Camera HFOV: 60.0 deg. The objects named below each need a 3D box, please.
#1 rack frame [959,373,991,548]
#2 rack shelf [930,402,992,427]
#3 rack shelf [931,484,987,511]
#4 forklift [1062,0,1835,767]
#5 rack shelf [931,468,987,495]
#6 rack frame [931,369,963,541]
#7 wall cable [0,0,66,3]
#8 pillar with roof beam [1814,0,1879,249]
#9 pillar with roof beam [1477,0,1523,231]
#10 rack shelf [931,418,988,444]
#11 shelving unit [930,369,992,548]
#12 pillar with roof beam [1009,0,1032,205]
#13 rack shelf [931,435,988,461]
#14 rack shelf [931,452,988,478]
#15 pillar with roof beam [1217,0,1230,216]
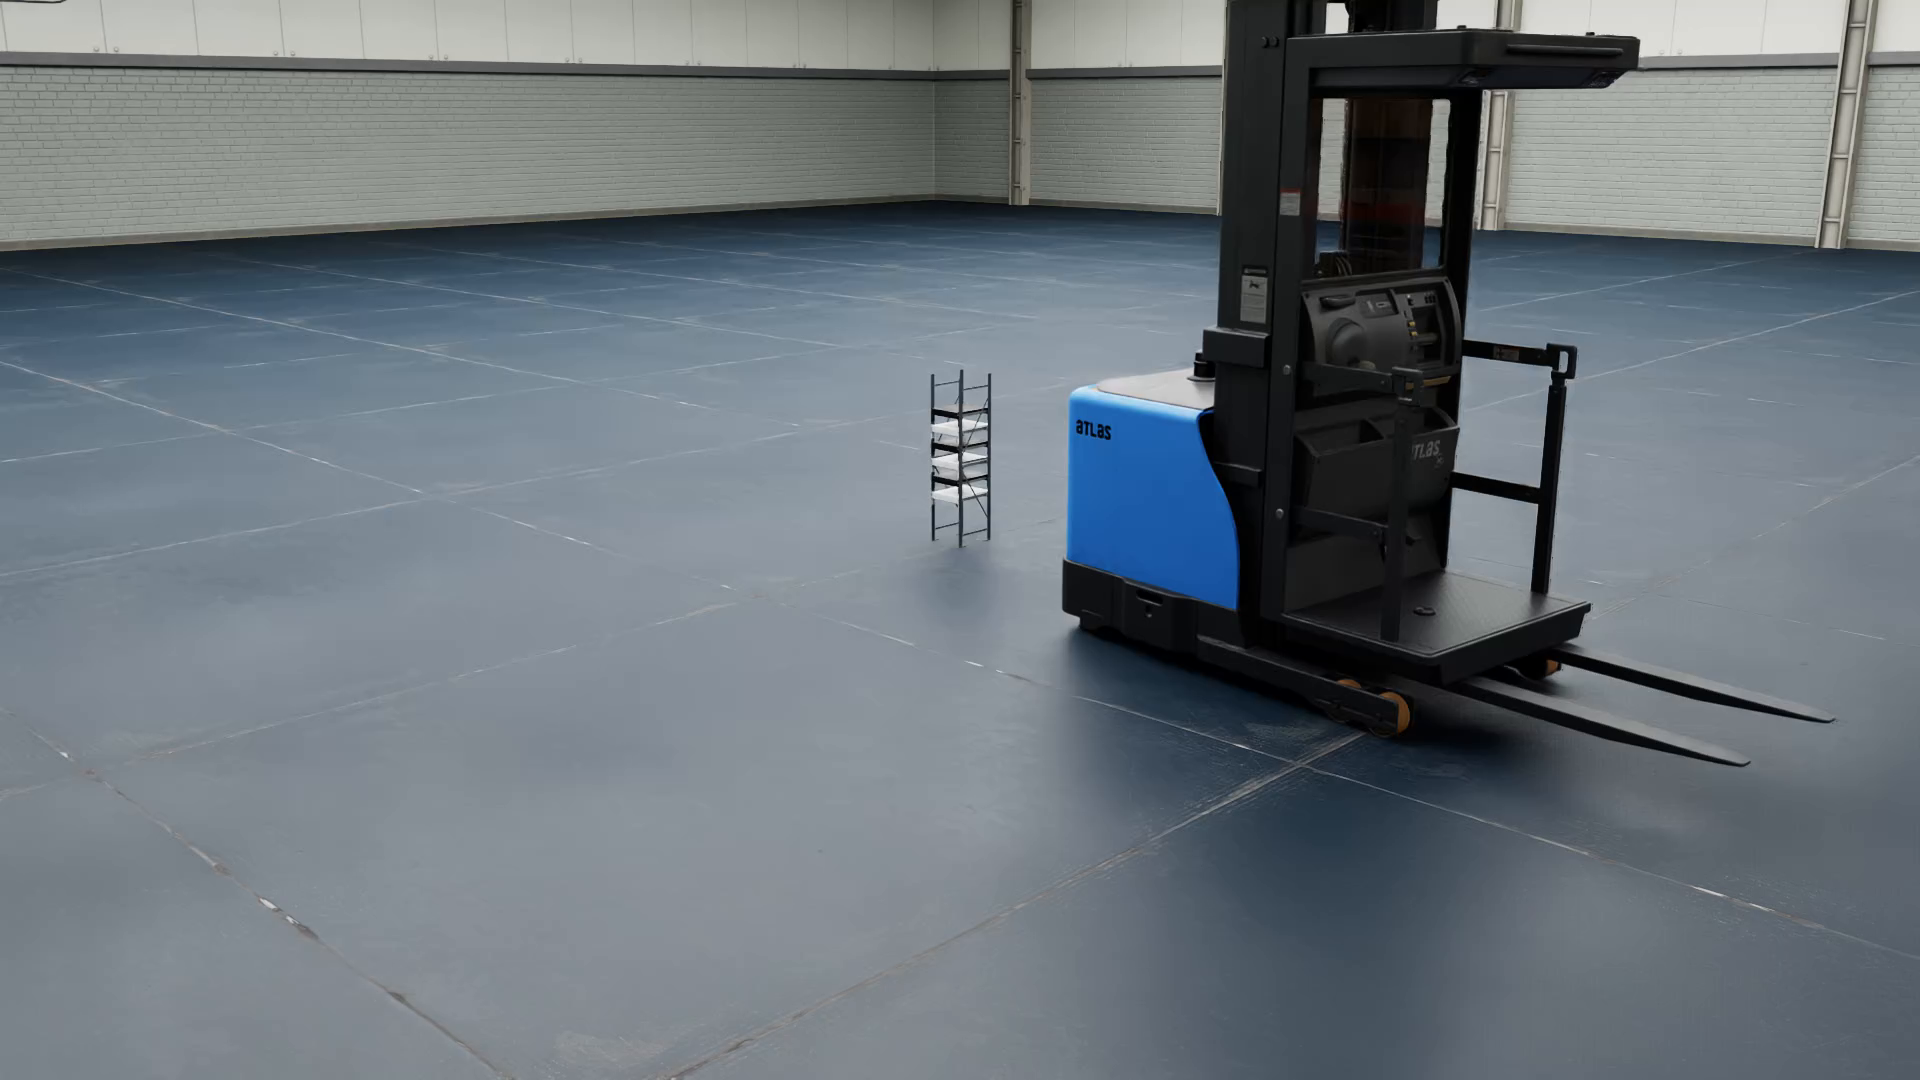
[{"bbox_3d":[0.079,-0.416,8.745,0.006,0.900,0.240,14,20,42],"label":"rack frame"},{"bbox_3d":[0.006,-0.663,8.753,0.200,0.077,0.258,14,20,42],"label":"rack shelf"},{"bbox_3d":[0.006,-0.228,8.867,0.200,0.077,0.258,14,20,42],"label":"rack shelf"},{"bbox_3d":[1.783,-0.832,6.312,1.130,2.935,3.031,-12,19,-38],"label":"forklift"},{"bbox_3d":[0.006,-0.315,8.844,0.200,0.077,0.258,14,20,42],"label":"rack shelf"},{"bbox_3d":[-0.067,-0.452,8.881,0.006,0.900,0.240,14,20,42],"label":"rack frame"},{"bbox_3d":[-15.055,-10.735,25.540,0.169,6.003,2.305,14,20,42],"label":"wall cable"},{"bbox_3d":[11.381,-8.399,23.320,0.400,9.000,9.100,14,20,42],"label":"pillar with roof beam"},{"bbox_3d":[7.061,-9.449,27.350,0.400,9.000,9.100,14,20,42],"label":"pillar with roof beam"},{"bbox_3d":[0.006,-0.576,8.776,0.200,0.077,0.258,14,20,42],"label":"rack shelf"},{"bbox_3d":[0.006,-0.434,8.813,0.210,0.900,0.258,14,20,42],"label":"shelving unit"},{"bbox_3d":[-1.577,-11.549,35.411,0.400,9.000,9.100,14,20,42],"label":"pillar with roof beam"},{"bbox_3d":[0.006,-0.489,8.799,0.200,0.077,0.258,14,20,42],"label":"rack shelf"},{"bbox_3d":[0.006,-0.402,8.822,0.200,0.077,0.258,14,20,42],"label":"rack shelf"},{"bbox_3d":[2.742,-10.499,31.381,0.400,9.000,9.100,14,20,42],"label":"pillar with roof beam"}]
